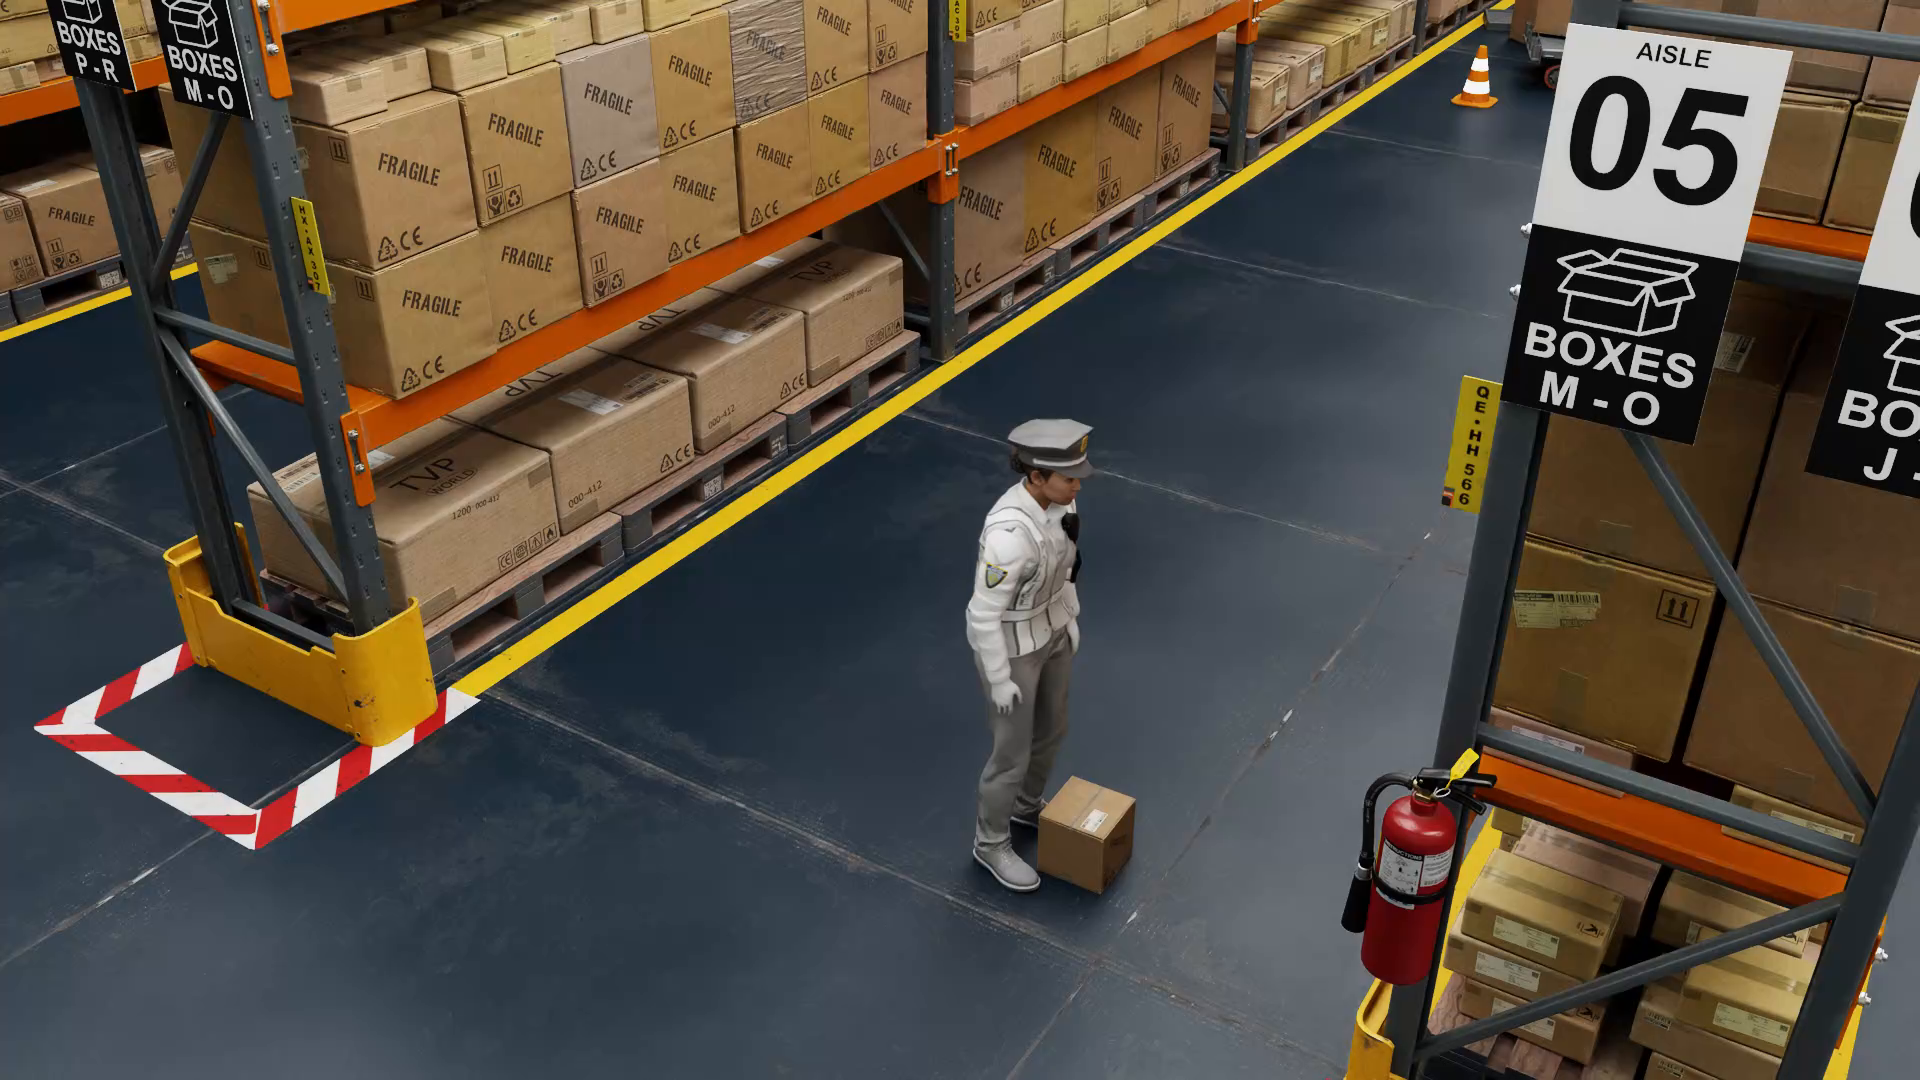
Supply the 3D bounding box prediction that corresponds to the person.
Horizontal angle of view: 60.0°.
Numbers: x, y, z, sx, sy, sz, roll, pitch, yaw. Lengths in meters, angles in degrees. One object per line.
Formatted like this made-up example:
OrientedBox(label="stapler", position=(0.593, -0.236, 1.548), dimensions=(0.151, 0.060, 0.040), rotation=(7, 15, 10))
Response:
OrientedBox(label="person", position=(0.229, 0.357, 5.525), dimensions=(0.371, 1.663, 0.530), rotation=(18, 35, 28))
